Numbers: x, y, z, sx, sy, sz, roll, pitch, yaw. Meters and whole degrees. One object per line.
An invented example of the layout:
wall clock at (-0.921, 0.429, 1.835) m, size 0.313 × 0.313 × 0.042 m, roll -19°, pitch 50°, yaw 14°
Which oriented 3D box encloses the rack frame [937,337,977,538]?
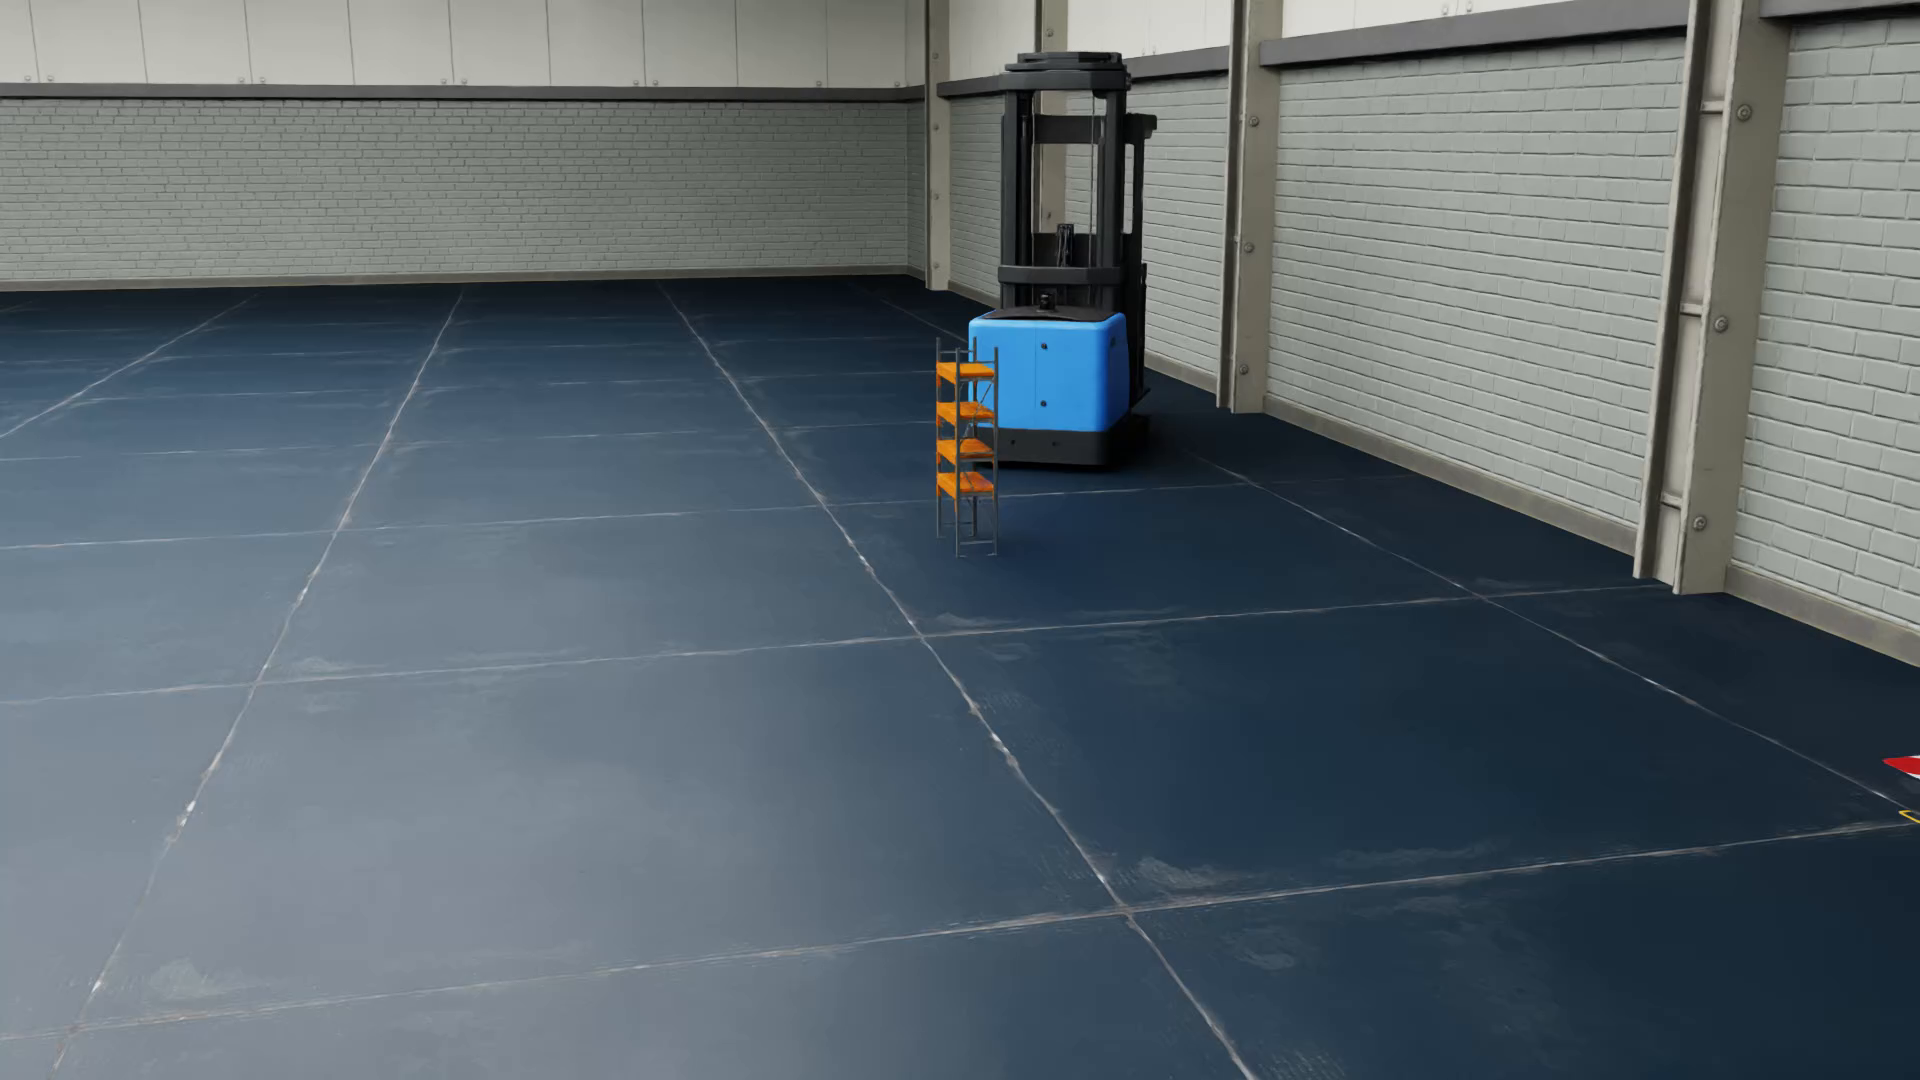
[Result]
rack frame at (-0.018, -0.601, 9.859) m, size 0.240 × 1.200 × 0.015 m, roll -3°, pitch 14°, yaw -13°

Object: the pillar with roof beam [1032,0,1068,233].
pillar with roof beam at (-3.121, -6.665, 18.249) m, size 9.100 × 9.000 × 0.400 m, roll -3°, pitch 14°, yaw -13°

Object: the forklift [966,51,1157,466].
forklift at (0.912, -2.258, 12.993) m, size 1.130 × 2.935 × 3.031 m, roll 4°, pitch 14°, yaw 14°

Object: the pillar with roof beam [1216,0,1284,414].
pillar with roof beam at (-1.712, -5.281, 12.583) m, size 9.100 × 9.000 × 0.400 m, roll -3°, pitch 14°, yaw -13°

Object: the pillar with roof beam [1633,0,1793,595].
pillar with roof beam at (-0.303, -3.897, 6.918) m, size 9.100 × 9.000 × 0.400 m, roll -3°, pitch 14°, yaw -13°

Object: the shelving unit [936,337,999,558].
shelving unit at (0.039, -0.545, 9.628) m, size 0.258 × 1.200 × 0.503 m, roll -3°, pitch 14°, yaw -13°

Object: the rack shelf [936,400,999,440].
rack shelf at (0.039, -0.697, 9.591) m, size 0.258 × 0.148 × 0.480 m, roll -3°, pitch 14°, yaw -13°

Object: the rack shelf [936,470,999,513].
rack shelf at (0.039, -0.286, 9.691) m, size 0.258 × 0.148 × 0.480 m, roll -3°, pitch 14°, yaw -13°

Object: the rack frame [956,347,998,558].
rack frame at (0.096, -0.488, 9.398) m, size 0.240 × 1.200 × 0.015 m, roll -3°, pitch 14°, yaw -13°

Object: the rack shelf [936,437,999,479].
rack shelf at (0.039, -0.479, 9.644) m, size 0.258 × 0.148 × 0.480 m, roll -3°, pitch 14°, yaw -13°

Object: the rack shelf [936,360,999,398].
rack shelf at (0.039, -0.926, 9.535) m, size 0.258 × 0.148 × 0.480 m, roll -3°, pitch 14°, yaw -13°
